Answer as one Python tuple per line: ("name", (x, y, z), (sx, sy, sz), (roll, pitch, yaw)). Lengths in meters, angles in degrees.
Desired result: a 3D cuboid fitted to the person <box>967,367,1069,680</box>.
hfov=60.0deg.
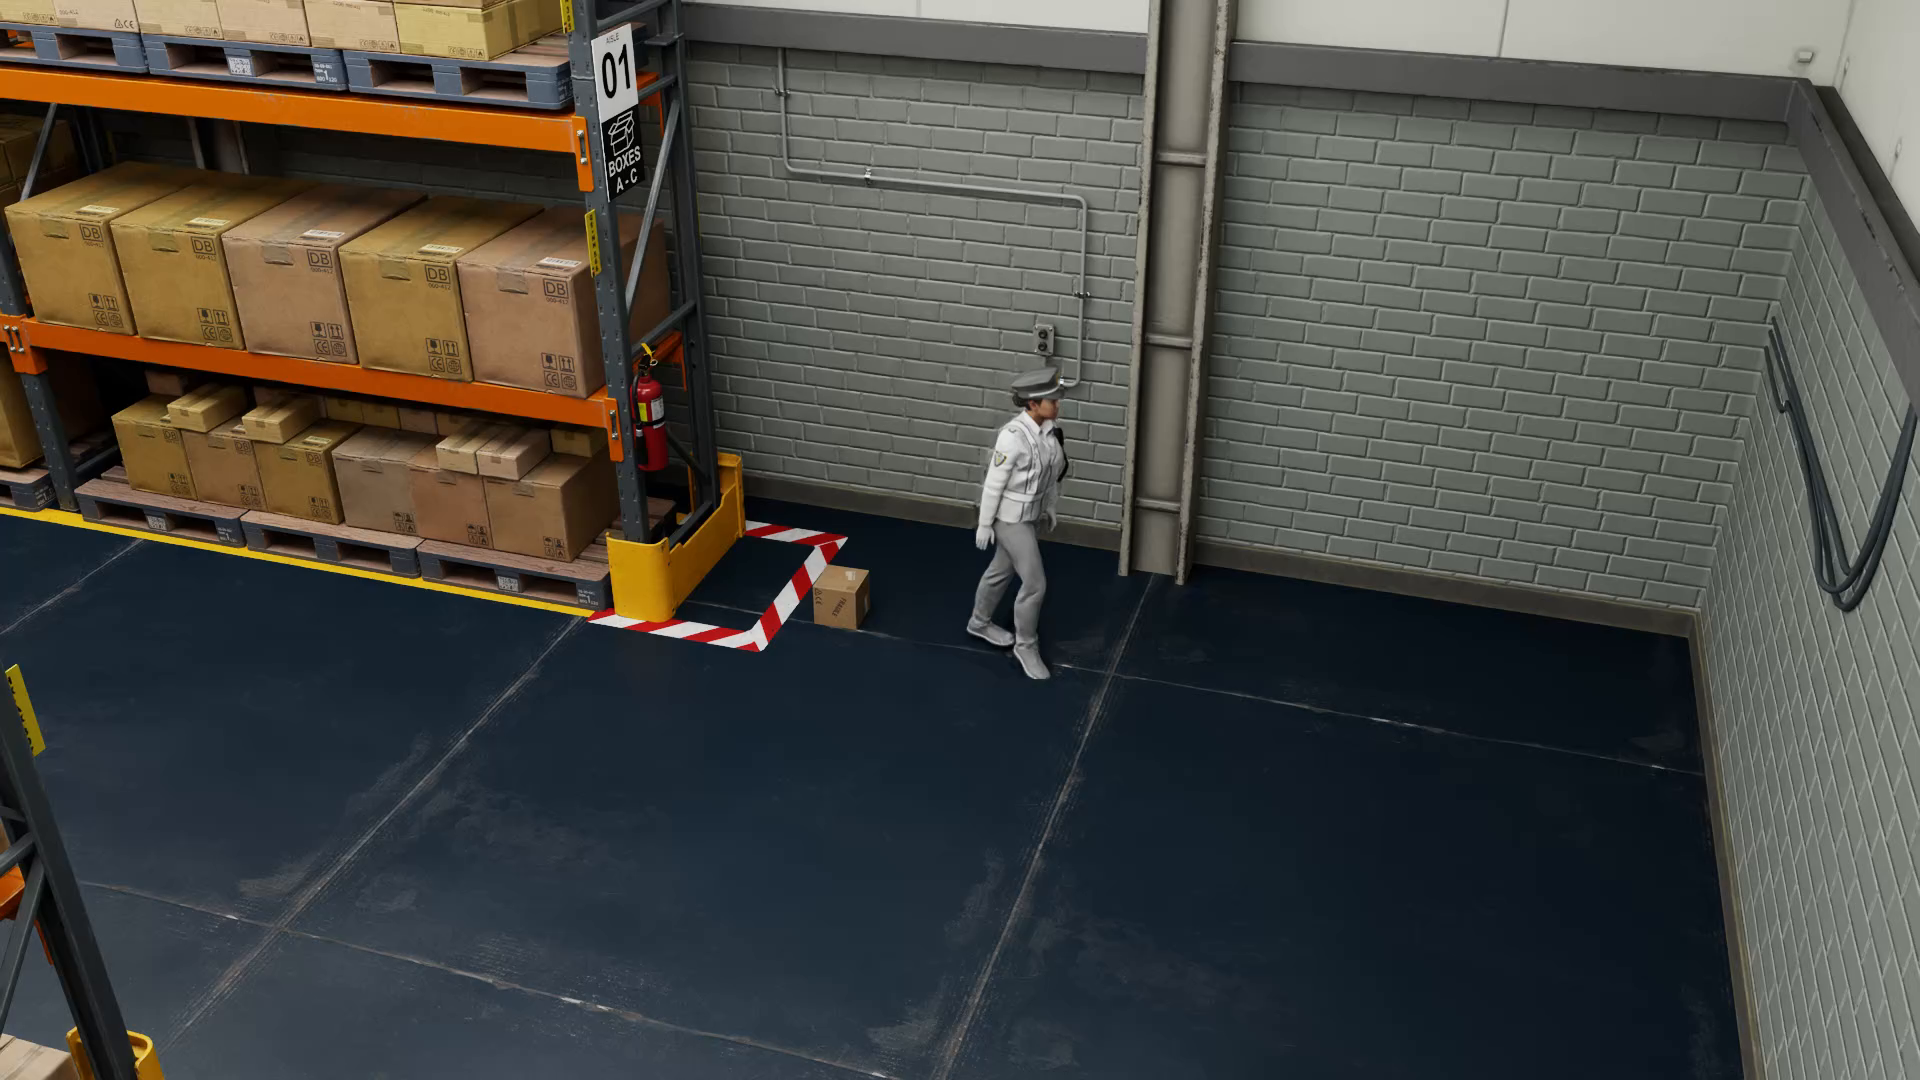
("person", (0.304, -0.123, 8.729), (0.576, 1.715, 0.508), (14, 32, 23))
